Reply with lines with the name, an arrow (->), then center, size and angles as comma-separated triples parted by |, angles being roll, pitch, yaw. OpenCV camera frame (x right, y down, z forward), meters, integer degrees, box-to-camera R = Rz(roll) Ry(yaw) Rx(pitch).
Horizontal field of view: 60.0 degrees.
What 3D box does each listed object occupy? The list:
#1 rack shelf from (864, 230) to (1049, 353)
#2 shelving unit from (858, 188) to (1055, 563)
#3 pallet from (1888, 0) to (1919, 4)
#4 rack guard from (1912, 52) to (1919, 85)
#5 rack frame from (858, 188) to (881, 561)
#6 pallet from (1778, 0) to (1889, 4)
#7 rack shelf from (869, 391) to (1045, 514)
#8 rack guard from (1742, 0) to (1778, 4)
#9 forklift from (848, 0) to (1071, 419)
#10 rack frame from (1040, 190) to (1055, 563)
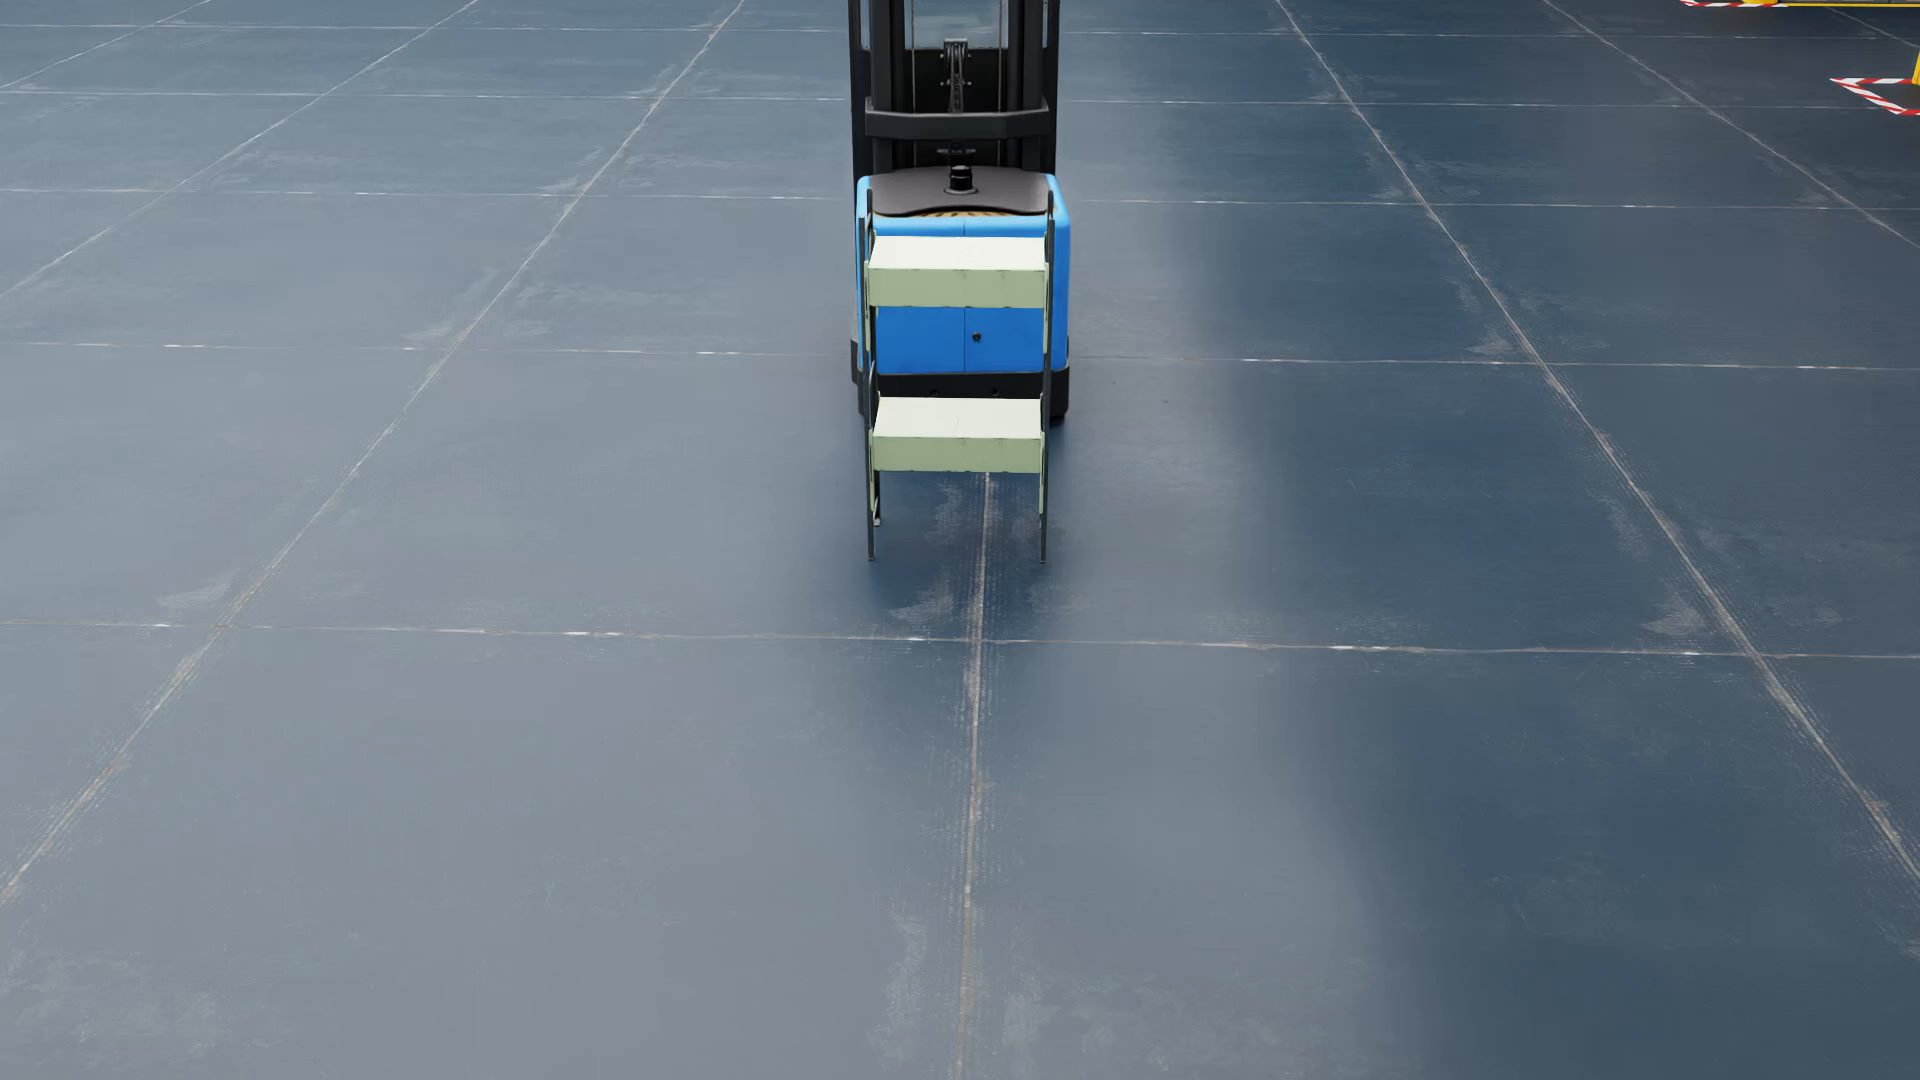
rack shelf -> -0.007, -1.008, 6.716 | 0.720, 0.370, 0.431 | 1, 28, 2
shelving unit -> -0.007, -0.663, 6.899 | 0.755, 1.500, 0.431 | 1, 28, 2
pallet -> 10.986, -6.293, 18.895 | 1.213, 0.211, 1.003 | 1, 28, 2
rack guard -> 8.782, -4.117, 14.483 | 0.348, 0.500, 1.175 | 1, 28, 2
rack frame -> -0.372, -0.669, 6.910 | 0.023, 1.500, 0.400 | 1, 28, 2
pallet -> 9.770, -6.314, 18.936 | 1.213, 0.211, 1.003 | 1, 28, 2
rack shelf -> -0.007, -0.375, 7.052 | 0.720, 0.370, 0.431 | 1, 28, 2
rack guard -> 8.958, -6.458, 18.898 | 0.348, 0.500, 1.175 | 1, 28, 2
forklift -> -0.043, -2.543, 8.917 | 1.130, 2.935, 3.031 | -1, 28, -2
rack frame -> 0.359, -0.657, 6.888 | 0.023, 1.500, 0.400 | 1, 28, 2
